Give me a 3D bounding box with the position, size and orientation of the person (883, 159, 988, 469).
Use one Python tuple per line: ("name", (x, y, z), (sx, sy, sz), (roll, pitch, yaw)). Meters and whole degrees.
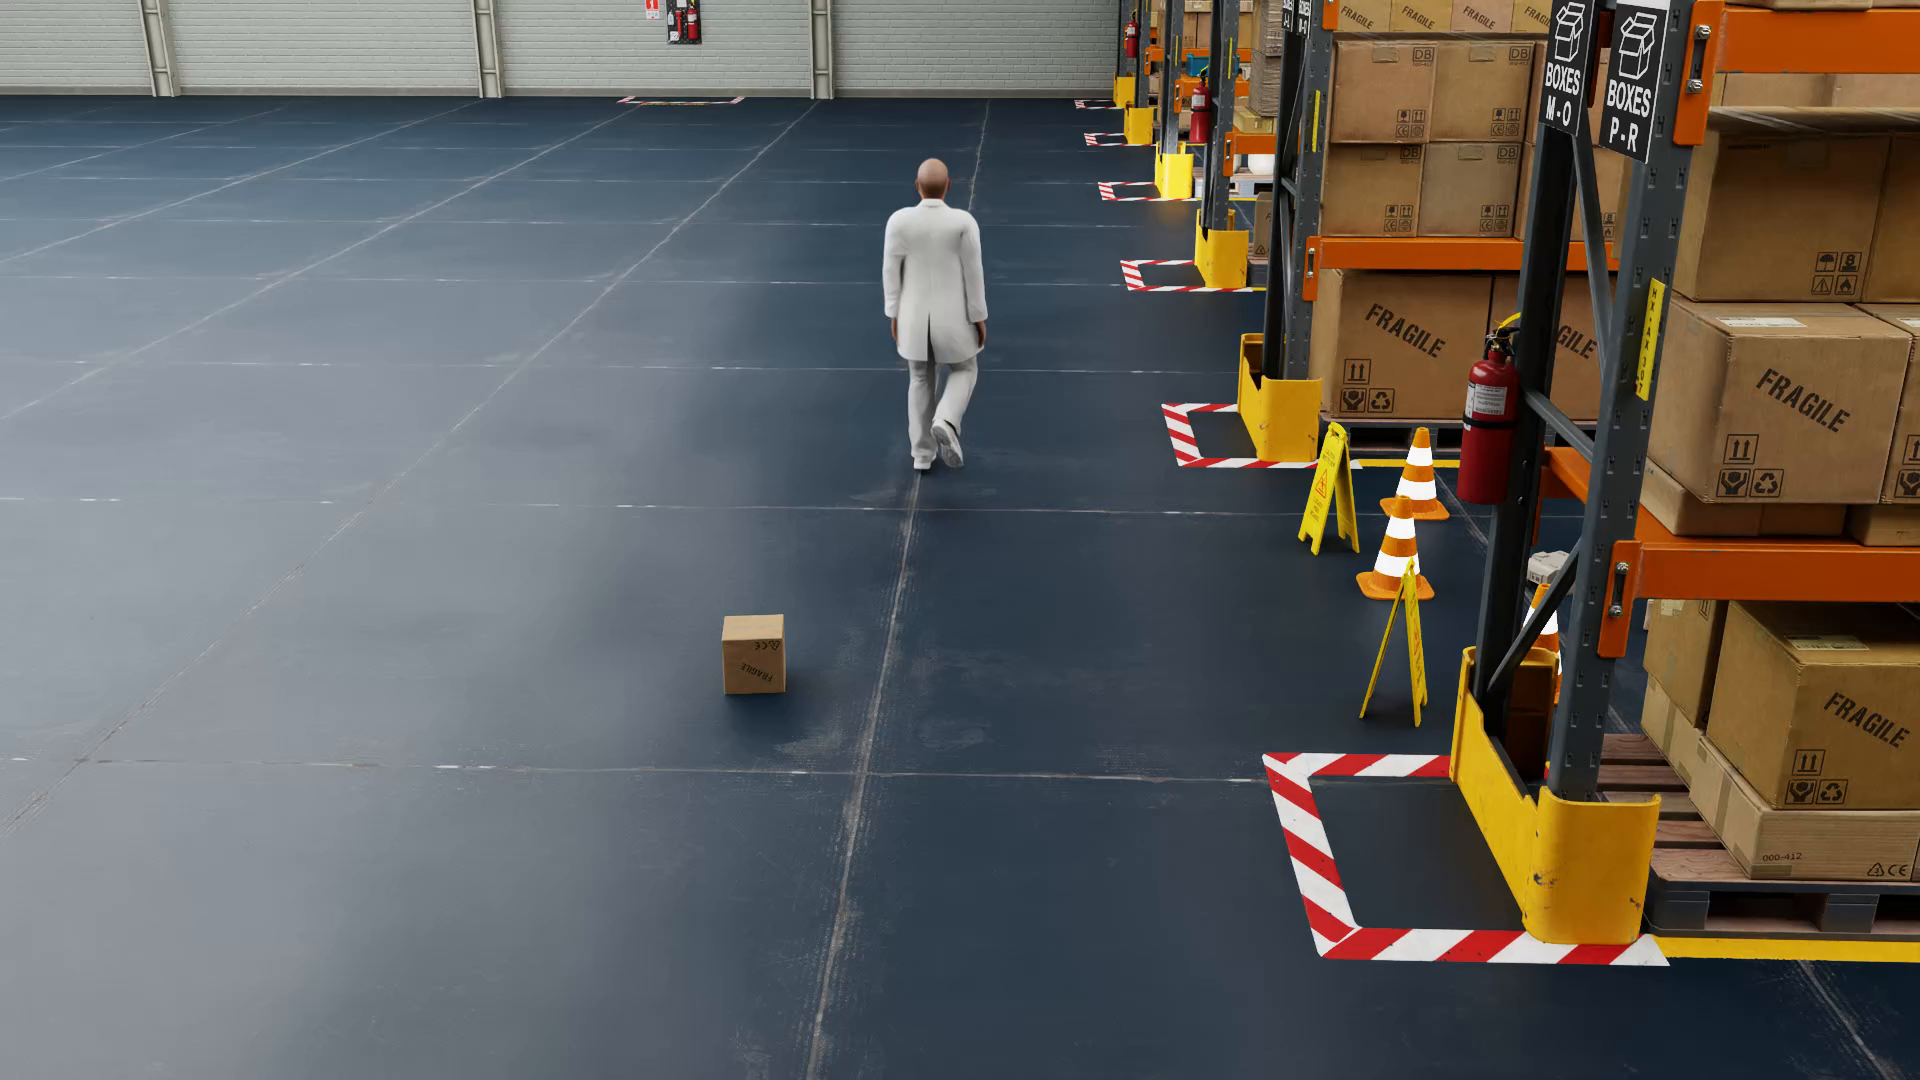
("person", (-0.136, -1.250, 9.375), (0.595, 1.772, 0.578), (3, 21, 7))
